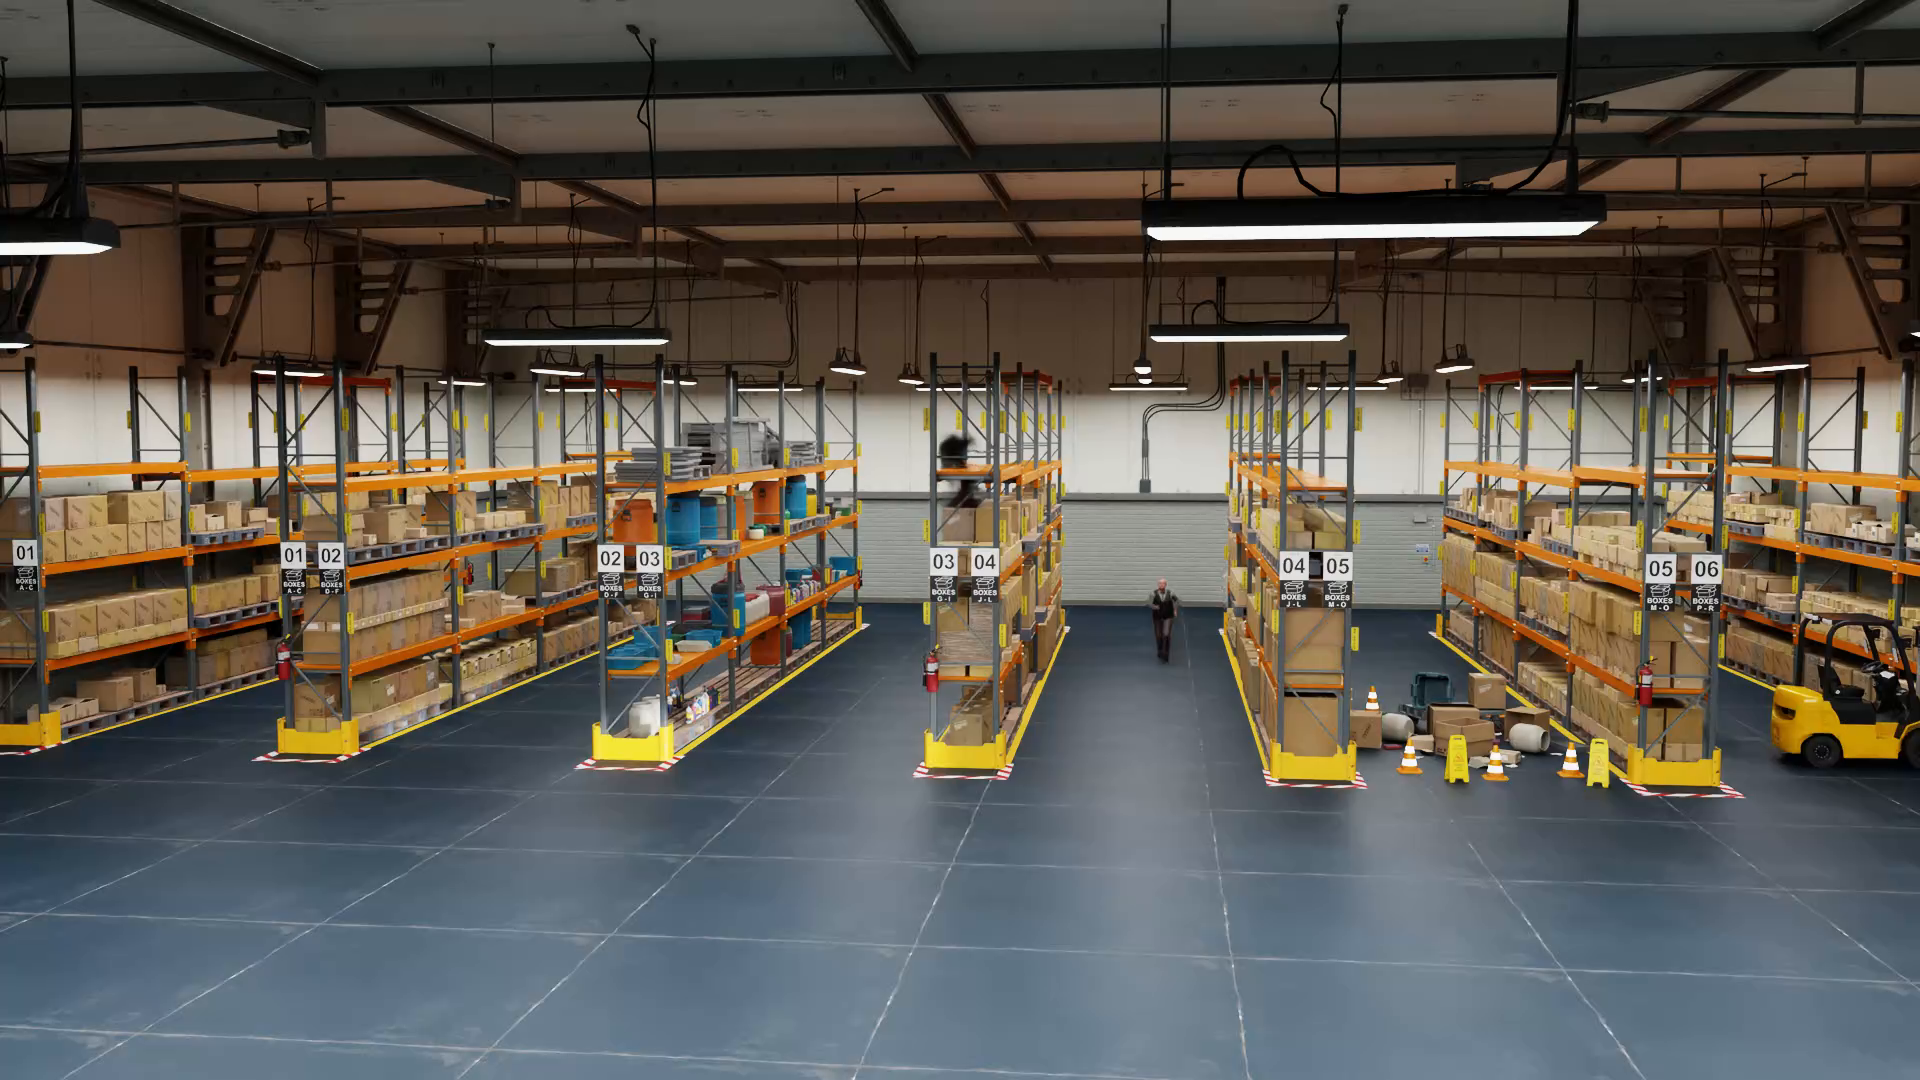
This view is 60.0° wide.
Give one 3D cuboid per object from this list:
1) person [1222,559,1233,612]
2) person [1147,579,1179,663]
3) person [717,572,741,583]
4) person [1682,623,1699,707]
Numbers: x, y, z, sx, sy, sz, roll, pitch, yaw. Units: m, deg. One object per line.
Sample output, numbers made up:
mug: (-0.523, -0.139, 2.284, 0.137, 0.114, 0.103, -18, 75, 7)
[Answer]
person: (6.800, 1.275, 41.090, 0.688, 1.701, 0.626, -3, 5, -35)
person: (4.243, 1.687, 34.804, 0.625, 1.774, 0.799, 1, 4, 12)
person: (-5.533, 1.485, 39.477, 0.658, 1.525, 1.138, -1, 4, -14)
person: (12.202, 2.224, 27.918, 0.574, 1.630, 0.595, 0, 4, 1)
